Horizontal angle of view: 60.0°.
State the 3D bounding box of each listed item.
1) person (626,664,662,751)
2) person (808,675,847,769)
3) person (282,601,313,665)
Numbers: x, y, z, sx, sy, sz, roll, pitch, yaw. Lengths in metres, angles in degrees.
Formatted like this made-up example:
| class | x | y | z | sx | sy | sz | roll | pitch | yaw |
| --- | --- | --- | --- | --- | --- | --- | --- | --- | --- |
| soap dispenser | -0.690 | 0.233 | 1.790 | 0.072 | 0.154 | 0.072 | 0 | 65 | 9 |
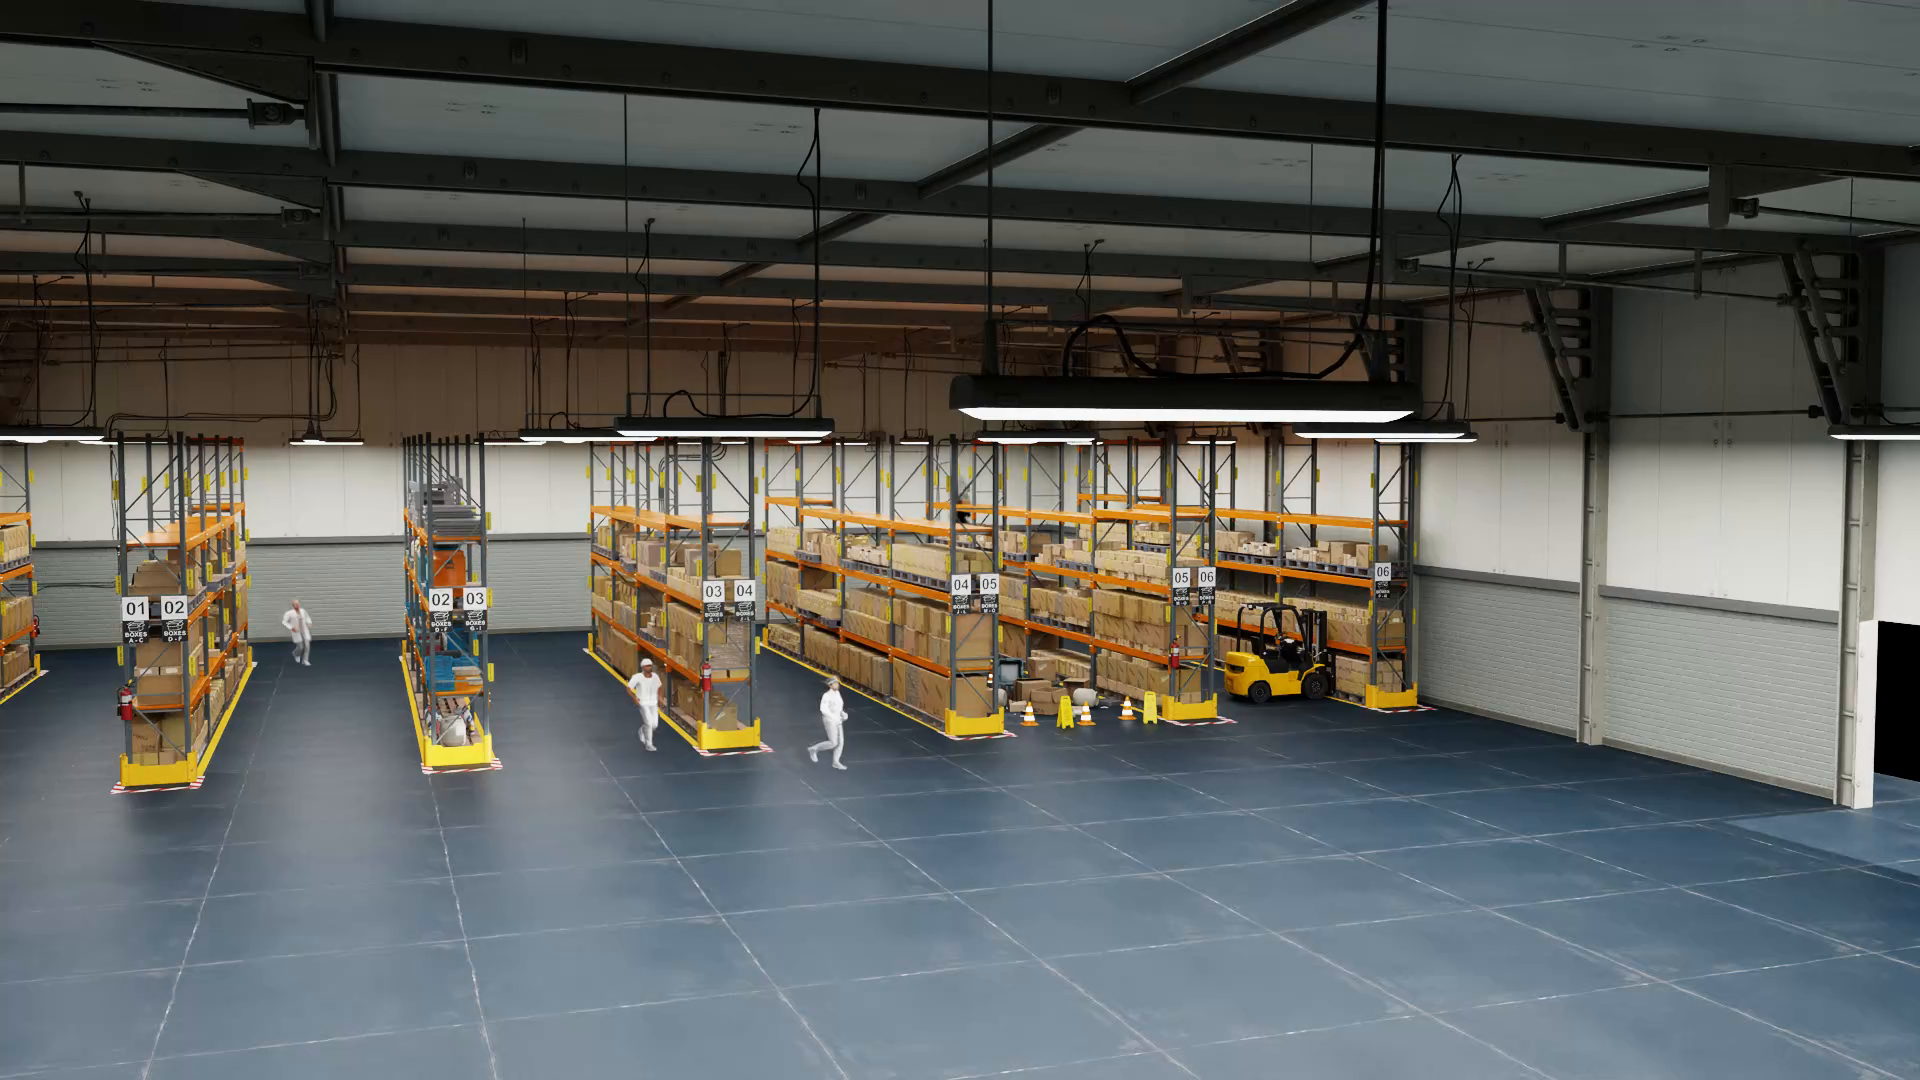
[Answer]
| class | x | y | z | sx | sy | sz | roll | pitch | yaw |
| --- | --- | --- | --- | --- | --- | --- | --- | --- | --- |
| person | -5.970 | 3.122 | 31.512 | 0.724 | 1.698 | 0.713 | -3 | 4 | -41 |
| person | -2.333 | 3.257 | 29.768 | 0.683 | 1.673 | 0.622 | 1 | 3 | 22 |
| person | -17.423 | 2.484 | 43.760 | 0.693 | 1.640 | 0.740 | 3 | 4 | 41 |
